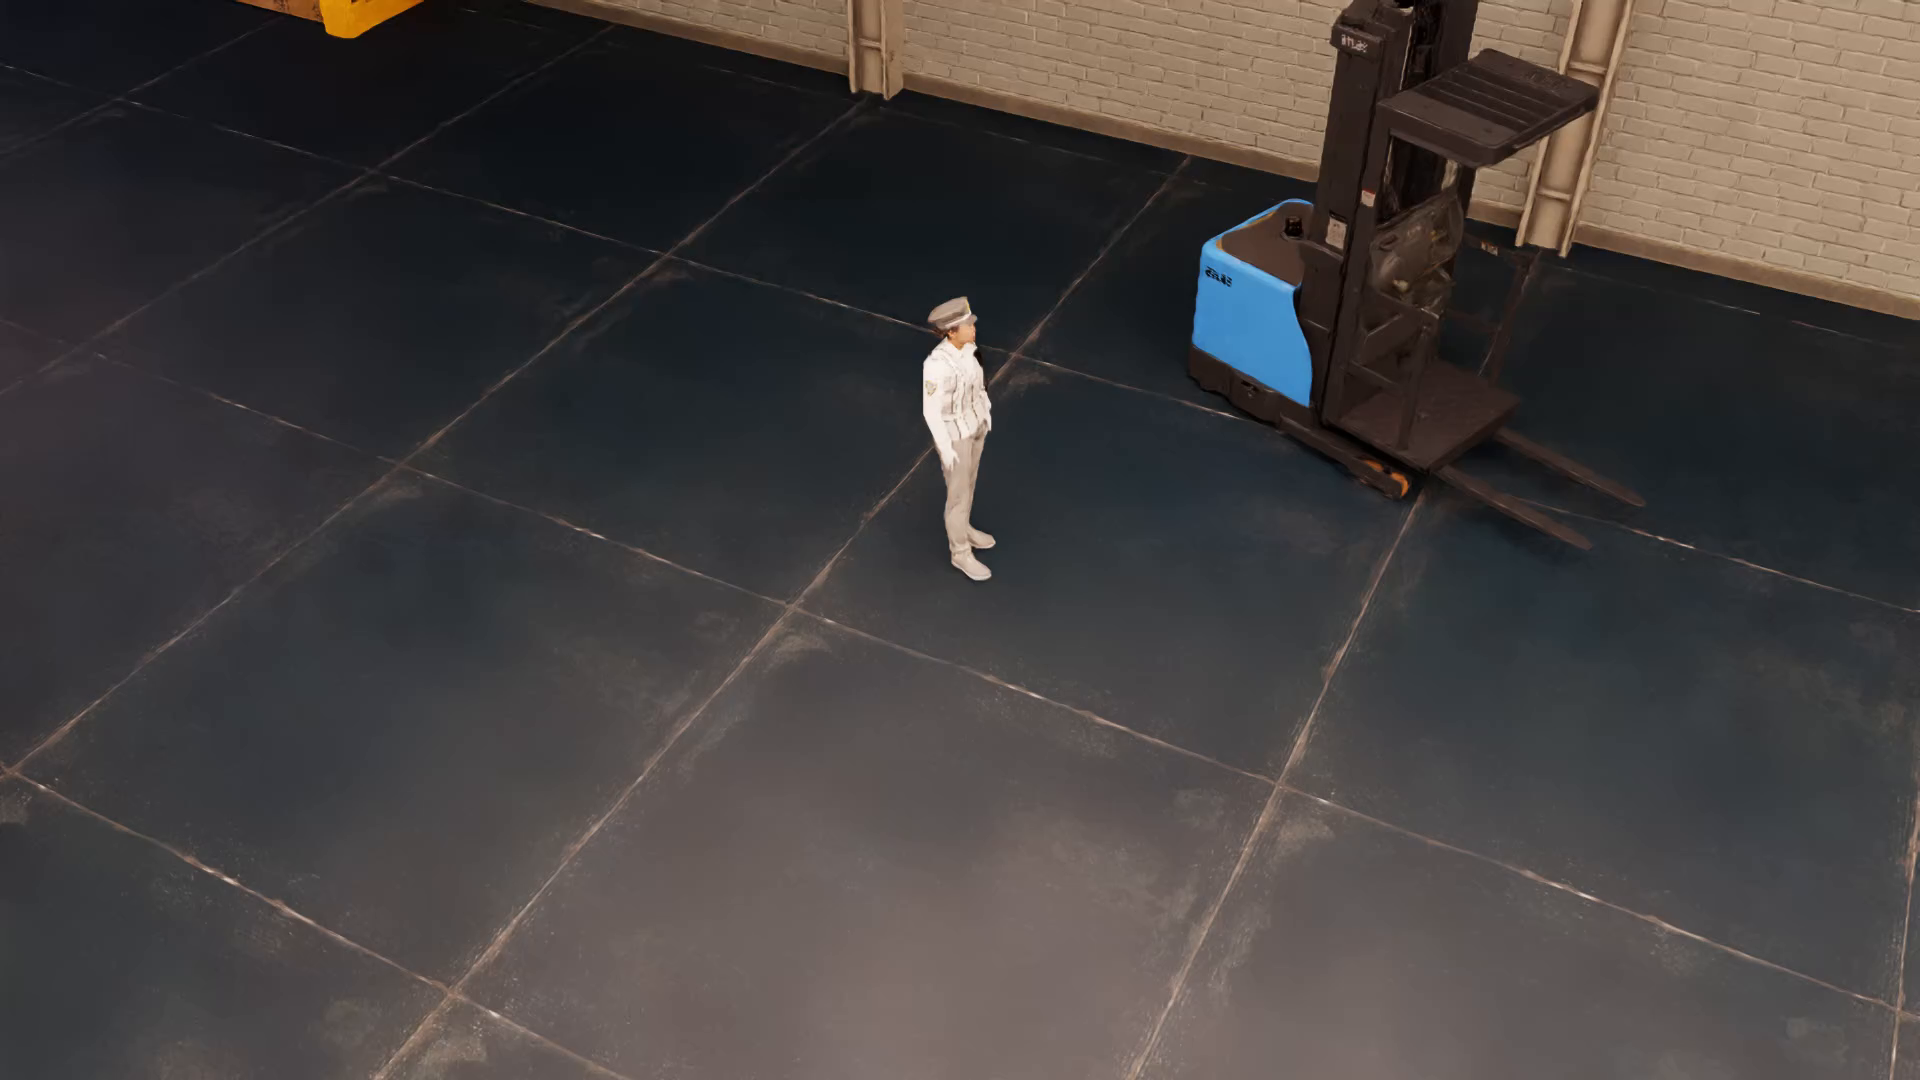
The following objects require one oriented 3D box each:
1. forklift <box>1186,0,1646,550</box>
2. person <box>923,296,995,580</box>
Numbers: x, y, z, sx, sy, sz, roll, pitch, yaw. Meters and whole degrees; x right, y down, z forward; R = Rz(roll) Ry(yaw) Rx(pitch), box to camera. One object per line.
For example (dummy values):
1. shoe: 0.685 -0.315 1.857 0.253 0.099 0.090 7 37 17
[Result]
1. forklift: 2.939 -1.757 10.073 1.130 2.935 3.031 -31 49 -31
2. person: 0.057 -0.630 9.682 0.532 1.695 0.586 18 43 21
